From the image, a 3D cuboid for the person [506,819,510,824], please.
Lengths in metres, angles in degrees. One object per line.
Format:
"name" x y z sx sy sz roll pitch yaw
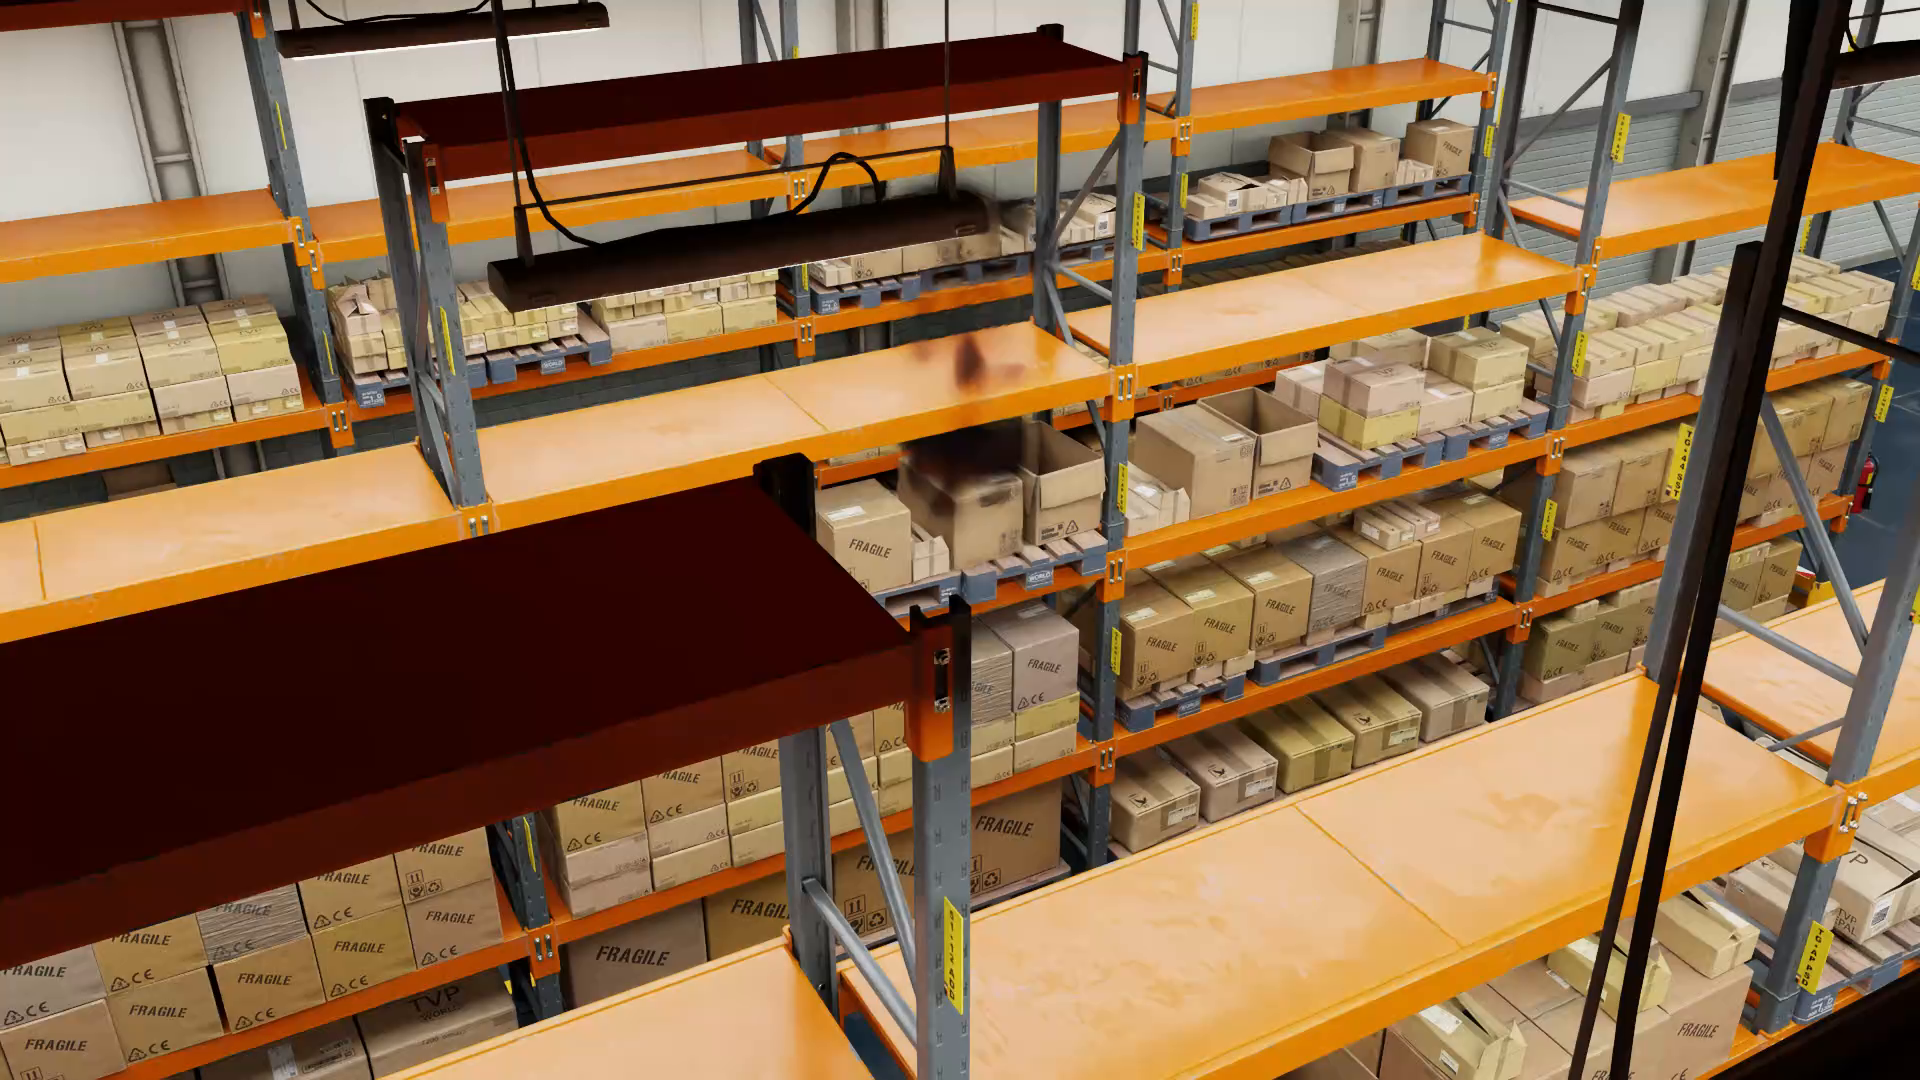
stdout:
"person" -3.621 1.468 12.416 0.729 1.701 0.688 -22 35 -36
